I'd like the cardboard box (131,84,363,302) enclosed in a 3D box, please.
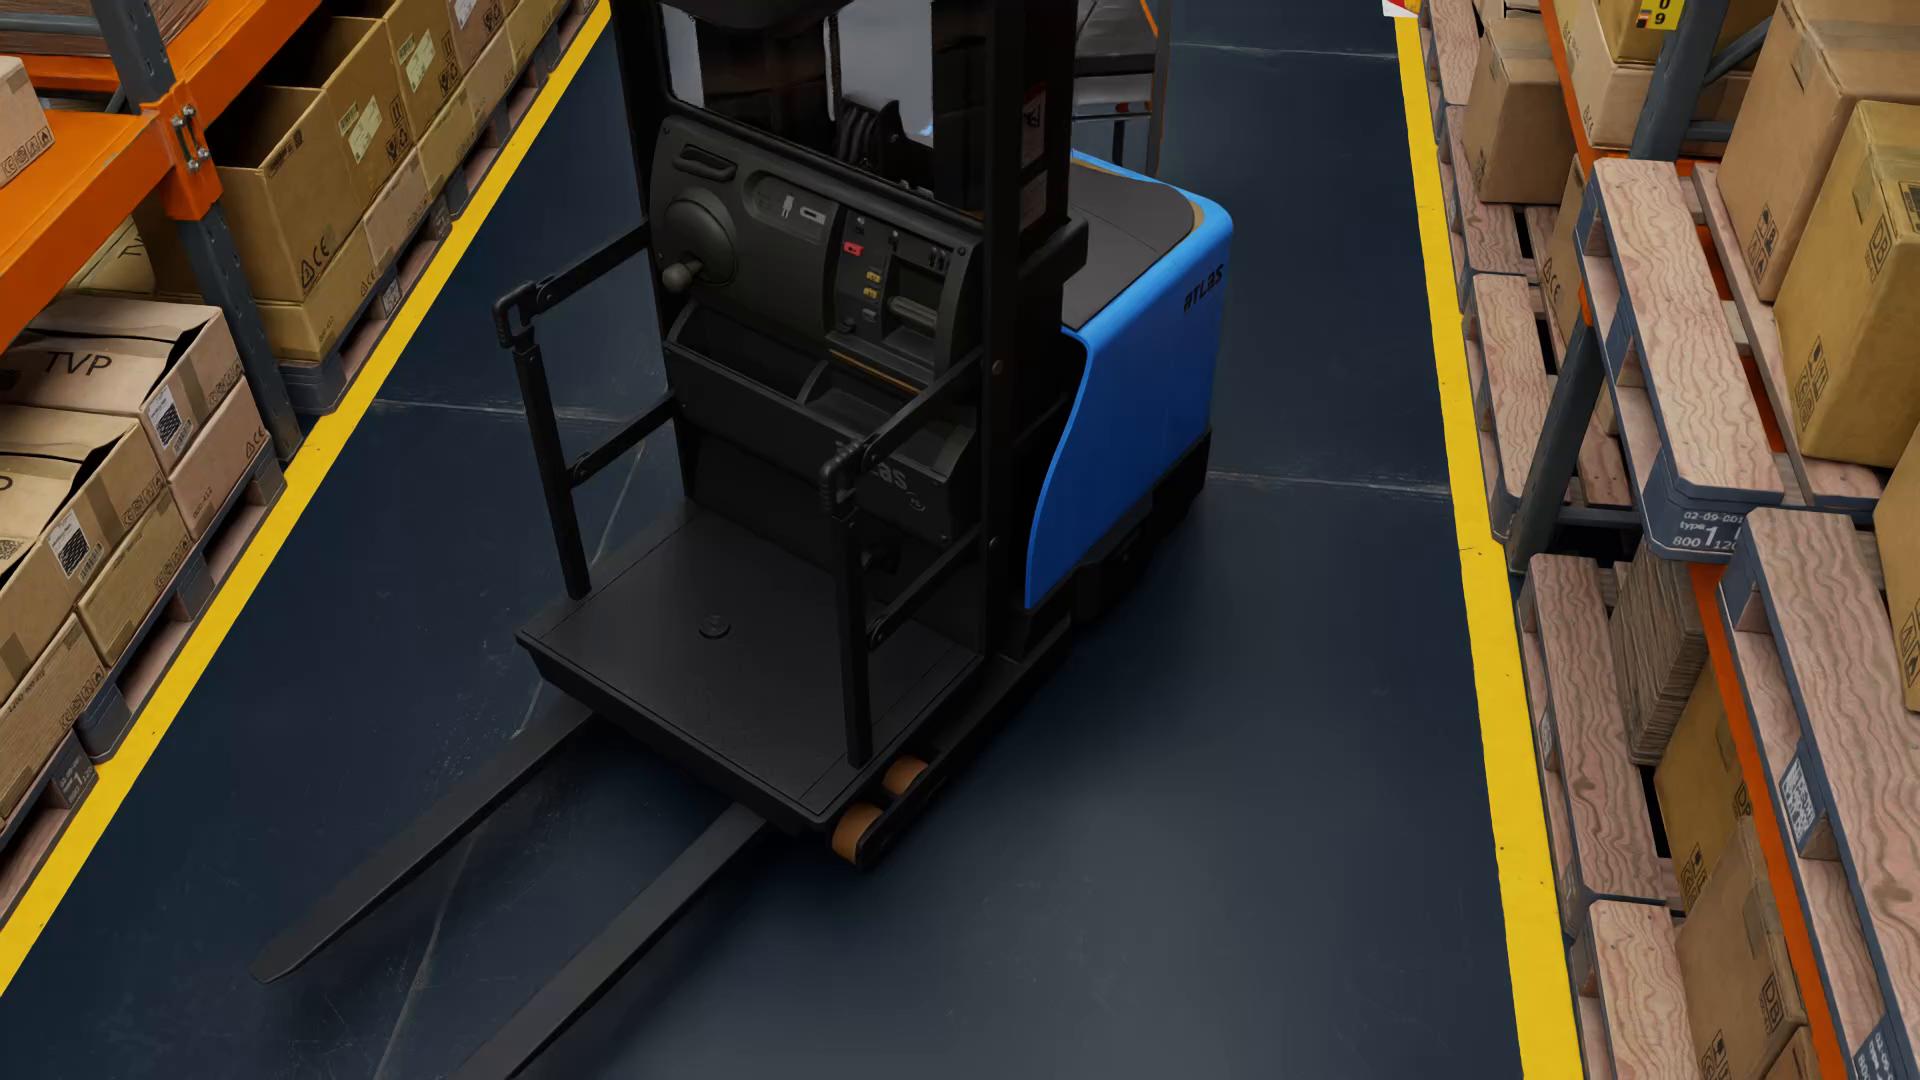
[{"bbox_3d":[-2.339,-1.141,5.422,0.500,0.500,0.500,5,44,6],"label":"cardboard box"}]

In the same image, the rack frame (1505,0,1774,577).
[{"bbox_3d":[2.200,-0.979,4.102,1.000,3.000,0.127,5,44,6],"label":"rack frame"}]

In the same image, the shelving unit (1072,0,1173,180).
[{"bbox_3d":[0.391,-1.451,5.256,0.431,2.100,0.503,-5,44,-5],"label":"shelving unit"}]

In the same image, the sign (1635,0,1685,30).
[{"bbox_3d":[1.661,-1.337,3.851,0.100,0.325,0.005,5,44,6],"label":"sign"}]

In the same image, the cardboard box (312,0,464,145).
[{"bbox_3d":[-2.207,-1.822,6.142,0.500,0.500,0.500,5,44,6],"label":"cardboard box"}]

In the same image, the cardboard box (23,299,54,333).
[{"bbox_3d":[-3.013,-0.525,4.910,0.500,0.311,0.500,5,44,6],"label":"cardboard box"}]

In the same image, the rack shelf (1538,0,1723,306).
[{"bbox_3d":[2.464,-2.081,5.789,1.077,0.370,4.000,5,44,6],"label":"rack shelf"}]

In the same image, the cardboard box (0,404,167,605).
[{"bbox_3d":[-2.543,-0.127,4.489,0.500,0.311,0.500,6,44,7],"label":"cardboard box"}]

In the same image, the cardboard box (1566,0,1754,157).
[{"bbox_3d":[1.962,-1.282,4.517,0.500,0.250,0.500,5,44,6],"label":"cardboard box"}]

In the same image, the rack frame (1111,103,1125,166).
[{"bbox_3d":[0.361,-1.618,5.432,0.400,2.100,0.015,-5,44,-5],"label":"rack frame"}]

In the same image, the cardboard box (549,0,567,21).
[{"bbox_3d":[-2.014,-2.573,7.480,0.500,0.250,0.500,5,44,6],"label":"cardboard box"}]

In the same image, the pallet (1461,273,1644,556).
[{"bbox_3d":[2.253,-0.427,5.548,1.003,0.211,1.213,5,44,6],"label":"pallet"}]

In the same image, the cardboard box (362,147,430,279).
[{"bbox_3d":[-2.278,-1.209,6.040,0.500,0.250,0.500,5,44,6],"label":"cardboard box"}]

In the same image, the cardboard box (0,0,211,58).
[{"bbox_3d":[-2.659,-1.766,4.861,0.700,0.500,0.500,4,44,4],"label":"cardboard box"}]

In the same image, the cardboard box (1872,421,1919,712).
[{"bbox_3d":[1.961,0.001,2.675,0.700,0.500,0.500,11,45,11],"label":"cardboard box"}]

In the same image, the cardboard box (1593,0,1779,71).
[{"bbox_3d":[1.956,-1.554,4.259,0.500,0.500,0.500,5,44,5],"label":"cardboard box"}]

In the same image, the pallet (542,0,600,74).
[{"bbox_3d":[-2.242,-2.615,7.858,1.003,0.211,1.213,5,44,6],"label":"pallet"}]

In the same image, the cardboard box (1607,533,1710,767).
[{"bbox_3d":[2.119,0.272,4.279,0.700,0.500,0.500,7,44,7],"label":"cardboard box"}]

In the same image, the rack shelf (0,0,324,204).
[{"bbox_3d":[-2.447,-2.528,6.262,1.077,0.370,4.000,5,44,6],"label":"rack shelf"}]

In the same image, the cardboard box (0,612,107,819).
[{"bbox_3d":[-2.614,0.422,4.318,0.500,0.250,0.500,6,44,6],"label":"cardboard box"}]

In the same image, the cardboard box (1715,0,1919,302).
[{"bbox_3d":[2.099,-0.831,3.553,0.700,0.500,0.500,5,44,6],"label":"cardboard box"}]

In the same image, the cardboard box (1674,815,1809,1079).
[{"bbox_3d":[1.993,0.973,3.539,0.700,0.500,0.500,6,44,6],"label":"cardboard box"}]

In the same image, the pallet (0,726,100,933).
[{"bbox_3d":[-2.929,0.925,4.119,1.003,0.211,1.213,5,44,6],"label":"pallet"}]

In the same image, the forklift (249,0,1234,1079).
[{"bbox_3d":[-0.490,-0.601,3.753,1.130,2.935,3.031,27,50,25],"label":"forklift"}]

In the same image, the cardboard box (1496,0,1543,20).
[{"bbox_3d":[2.472,-2.036,6.855,0.500,0.311,0.500,9,44,9],"label":"cardboard box"}]

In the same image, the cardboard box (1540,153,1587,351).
[{"bbox_3d":[2.297,-0.942,5.561,0.500,0.500,0.500,2,43,2],"label":"cardboard box"}]

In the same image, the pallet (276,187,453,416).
[{"bbox_3d":[-2.564,-0.952,6.102,1.003,0.211,1.213,5,44,6],"label":"pallet"}]

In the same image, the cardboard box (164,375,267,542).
[{"bbox_3d":[-2.479,-0.272,5.050,0.500,0.250,0.500,5,44,5],"label":"cardboard box"}]

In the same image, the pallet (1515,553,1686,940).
[{"bbox_3d":[2.098,0.564,4.500,1.003,0.211,1.213,5,44,6],"label":"pallet"}]

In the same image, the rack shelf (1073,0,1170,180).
[{"bbox_3d":[0.391,-1.441,5.265,0.431,0.518,0.480,-5,44,-5],"label":"rack shelf"}]

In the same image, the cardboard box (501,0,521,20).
[{"bbox_3d":[-2.076,-2.504,6.862,0.500,0.500,0.500,5,44,6],"label":"cardboard box"}]

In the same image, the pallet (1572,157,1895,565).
[{"bbox_3d":[1.954,-0.402,3.632,1.003,0.211,1.213,5,44,6],"label":"pallet"}]

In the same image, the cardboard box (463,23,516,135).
[{"bbox_3d":[-2.147,-1.891,6.760,0.500,0.250,0.500,5,44,6],"label":"cardboard box"}]
